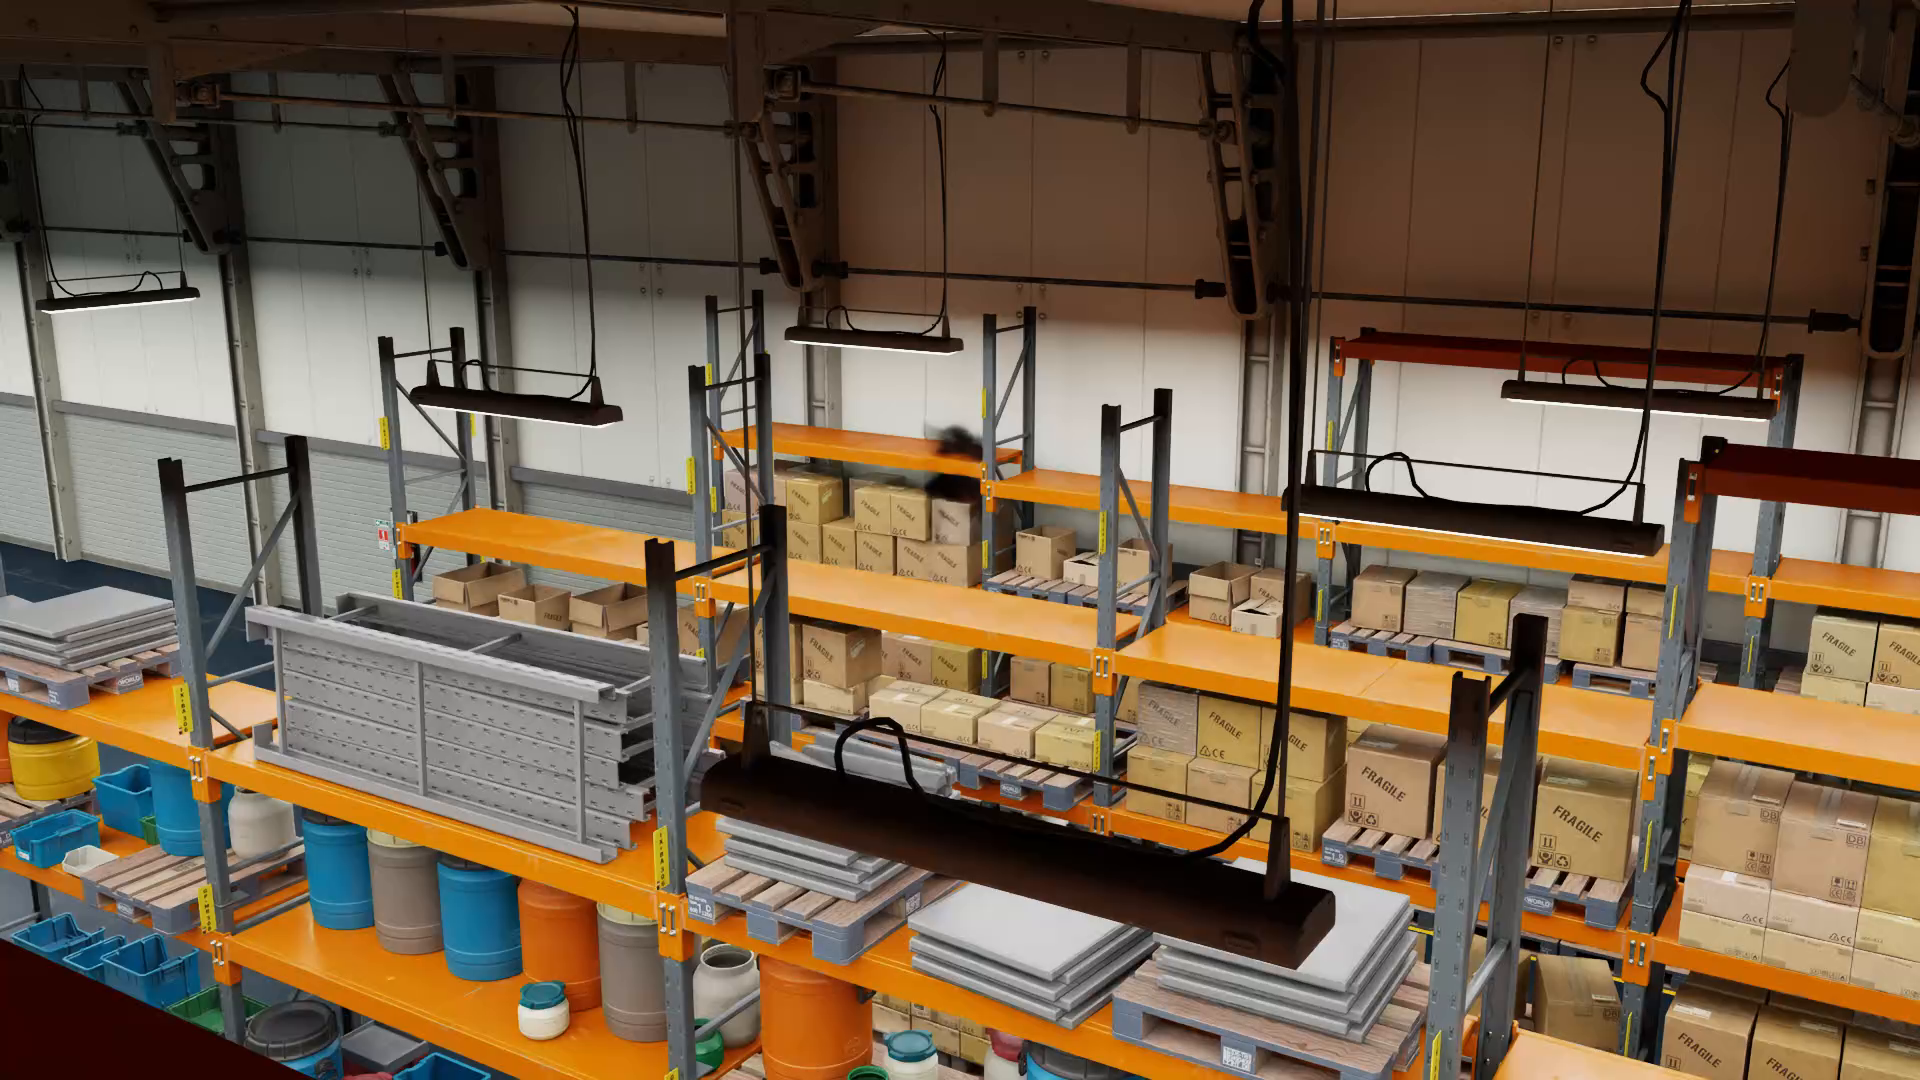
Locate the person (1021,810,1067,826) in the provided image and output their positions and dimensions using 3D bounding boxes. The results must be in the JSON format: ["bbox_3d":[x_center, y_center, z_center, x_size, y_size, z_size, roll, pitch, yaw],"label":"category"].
[{"bbox_3d":[0.856,2.911,16.507,0.849,1.796,0.645,8,16,30],"label":"person"}]
